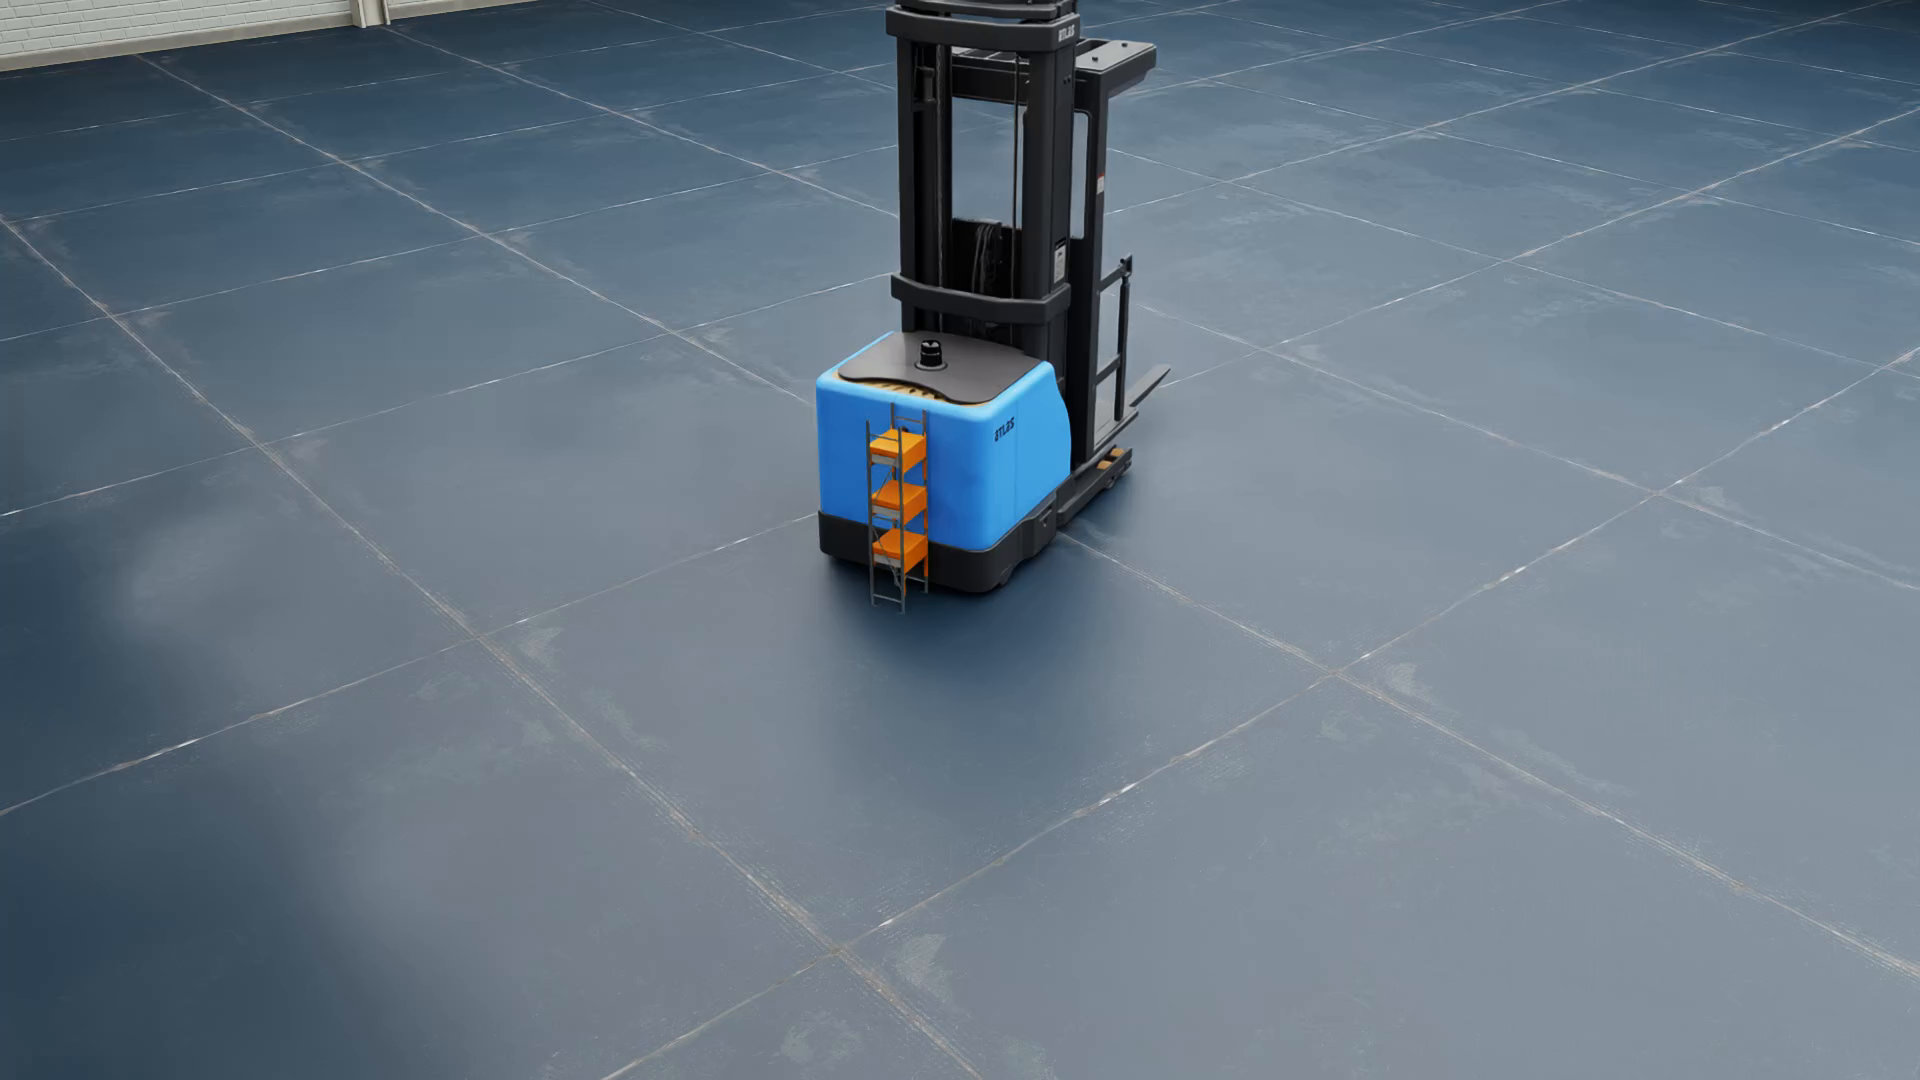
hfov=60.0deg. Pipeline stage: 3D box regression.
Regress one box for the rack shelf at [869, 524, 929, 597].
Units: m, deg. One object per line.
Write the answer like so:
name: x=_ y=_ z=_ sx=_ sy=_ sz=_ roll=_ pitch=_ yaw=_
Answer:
rack shelf: x=-0.314 y=0.103 z=8.555 sx=0.215 sy=0.259 sz=0.240 roll=14 pitch=31 yaw=24

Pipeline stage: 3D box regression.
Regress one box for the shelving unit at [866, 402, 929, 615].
shelving unit: x=-0.314 y=-0.151 z=8.419 sx=0.215 sy=1.050 sz=0.252 roll=14 pitch=31 yaw=24

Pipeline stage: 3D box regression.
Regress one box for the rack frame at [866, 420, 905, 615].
rack frame: x=-0.371 y=-0.100 z=8.324 sx=0.200 sy=1.050 sz=0.008 roll=14 pitch=31 yaw=24

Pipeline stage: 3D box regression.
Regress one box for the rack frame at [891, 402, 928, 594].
rack frame: x=-0.256 y=-0.202 z=8.514 sx=0.200 sy=1.050 sz=0.008 roll=14 pitch=31 yaw=24

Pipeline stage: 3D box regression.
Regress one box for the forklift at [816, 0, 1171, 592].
forklift: x=0.377 y=-1.686 z=9.295 sx=1.130 sy=2.935 sz=3.031 roll=14 pitch=31 yaw=24

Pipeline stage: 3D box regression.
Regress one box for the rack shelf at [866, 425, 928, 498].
rack shelf: x=-0.314 y=-0.392 z=8.290 sx=0.215 sy=0.259 sz=0.240 roll=14 pitch=31 yaw=24

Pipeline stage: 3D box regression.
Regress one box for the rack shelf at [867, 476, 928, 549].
rack shelf: x=-0.314 y=-0.142 z=8.424 sx=0.215 sy=0.259 sz=0.240 roll=14 pitch=31 yaw=24

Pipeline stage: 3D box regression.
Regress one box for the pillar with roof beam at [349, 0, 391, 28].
pillar with roof beam: x=-5.004 y=-9.263 z=17.036 sx=0.400 sy=9.000 sz=9.100 roll=-22 pitch=35 yaw=-35
